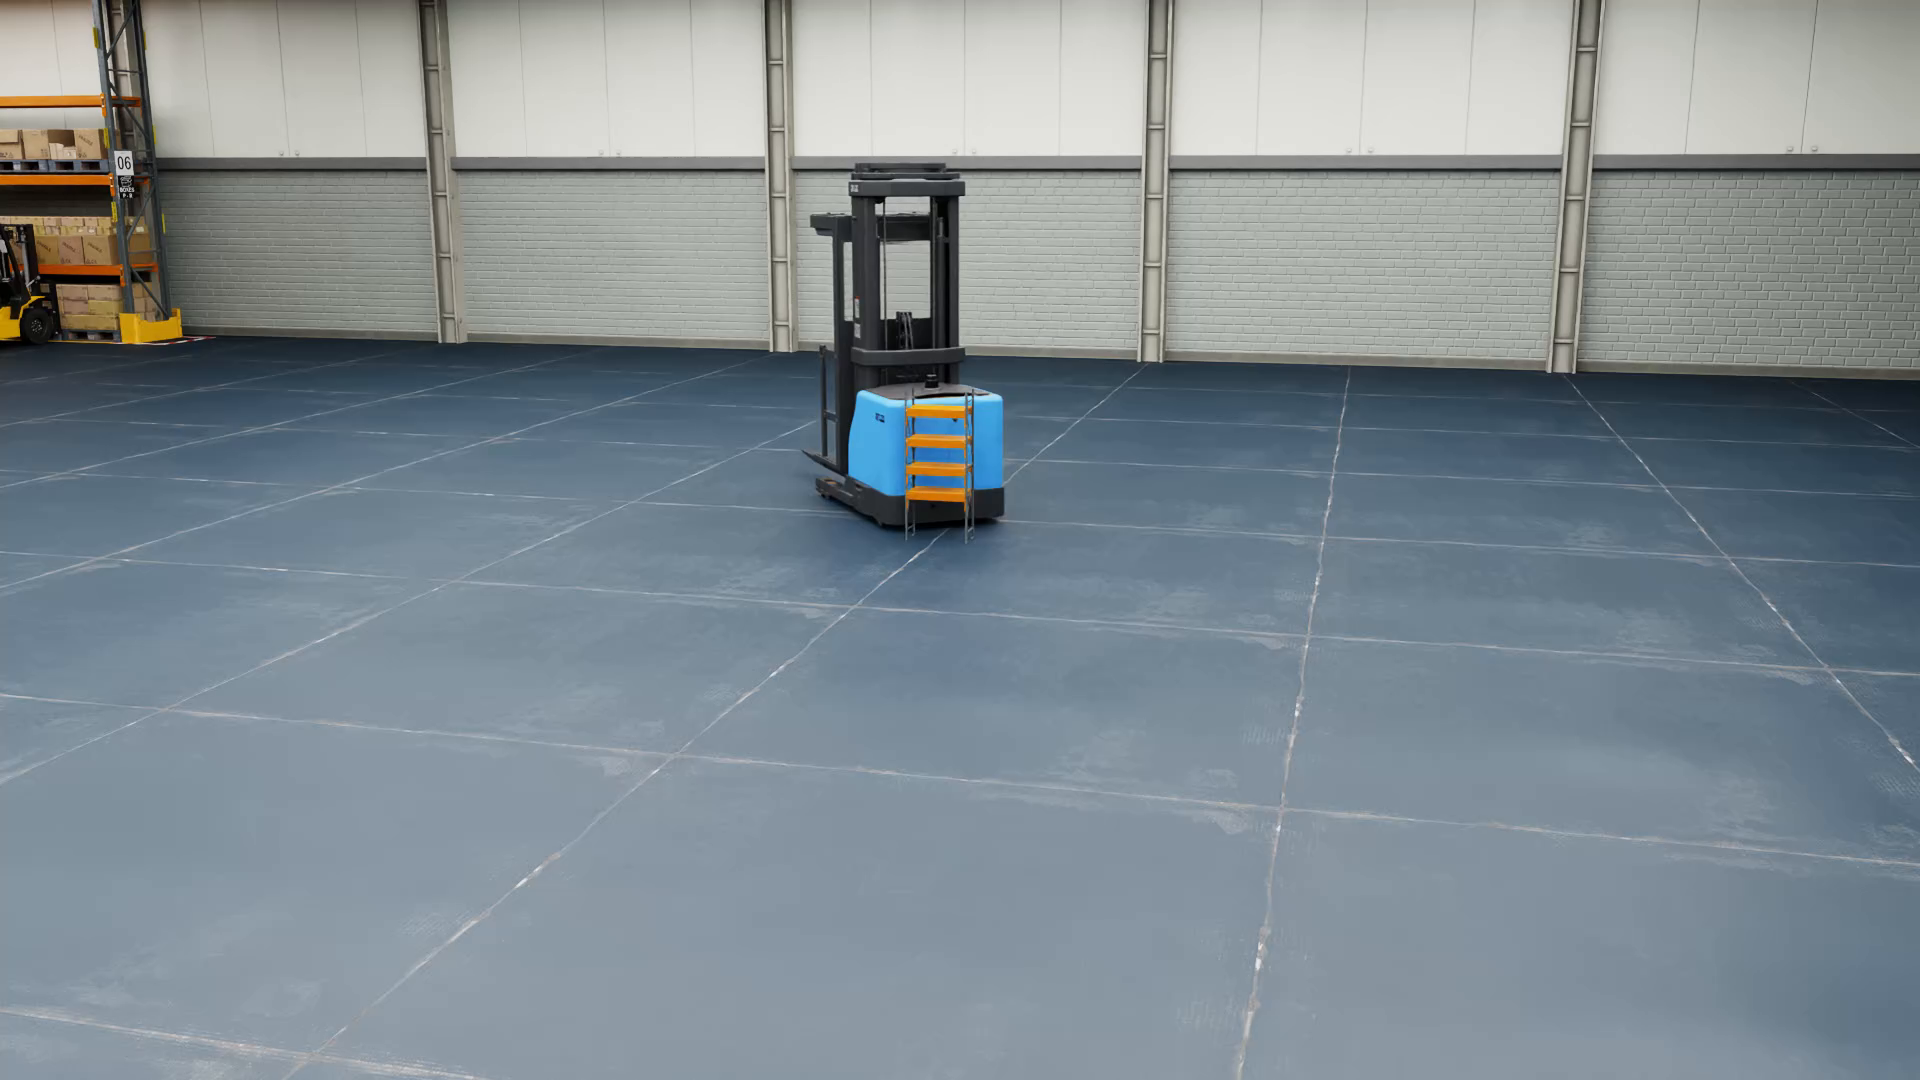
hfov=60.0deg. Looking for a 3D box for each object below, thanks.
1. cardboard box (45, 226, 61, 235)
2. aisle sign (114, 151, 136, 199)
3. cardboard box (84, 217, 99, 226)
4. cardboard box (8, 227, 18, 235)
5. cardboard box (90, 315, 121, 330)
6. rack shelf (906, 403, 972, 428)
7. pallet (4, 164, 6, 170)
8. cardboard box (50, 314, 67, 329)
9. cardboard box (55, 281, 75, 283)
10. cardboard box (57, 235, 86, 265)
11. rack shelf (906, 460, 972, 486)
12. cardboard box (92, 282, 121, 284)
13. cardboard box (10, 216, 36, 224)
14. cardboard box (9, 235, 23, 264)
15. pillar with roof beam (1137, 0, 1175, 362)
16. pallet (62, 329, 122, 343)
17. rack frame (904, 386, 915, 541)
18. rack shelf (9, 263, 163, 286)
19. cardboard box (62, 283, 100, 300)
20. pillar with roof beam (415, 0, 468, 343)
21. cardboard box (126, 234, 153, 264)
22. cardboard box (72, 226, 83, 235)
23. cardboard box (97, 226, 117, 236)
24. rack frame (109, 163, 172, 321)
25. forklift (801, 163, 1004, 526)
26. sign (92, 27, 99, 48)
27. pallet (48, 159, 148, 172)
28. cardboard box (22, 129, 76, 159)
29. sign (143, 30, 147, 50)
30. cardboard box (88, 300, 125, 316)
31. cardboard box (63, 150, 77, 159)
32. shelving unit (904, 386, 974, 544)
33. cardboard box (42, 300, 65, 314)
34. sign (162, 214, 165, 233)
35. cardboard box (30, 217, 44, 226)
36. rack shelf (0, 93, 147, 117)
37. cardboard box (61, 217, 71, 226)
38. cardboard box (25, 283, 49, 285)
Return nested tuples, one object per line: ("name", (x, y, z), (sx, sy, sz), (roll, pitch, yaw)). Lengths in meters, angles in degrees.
("cardboard box", (-15.462, -5.322, 28.565), (0.250, 0.149, 0.380), (3, 13, 12))
("aisle sign", (-14.064, -6.148, 28.019), (0.004, 0.787, 0.394), (3, 13, 14))
("cardboard box", (-14.703, -5.436, 28.393), (0.250, 0.149, 0.380), (3, 13, 14))
("cardboard box", (-16.198, -5.361, 28.744), (0.250, 0.149, 0.380), (3, 13, 12))
("cardboard box", (-14.589, -3.765, 28.657), (0.500, 0.250, 0.500), (3, 13, 14))
("rack shelf", (-0.161, -0.978, 13.057), (0.480, 0.148, 0.258), (3, 13, 14))
("pallet", (-17.107, -6.534, 29.040), (1.213, 0.211, 1.003), (3, 13, 14))
("cardboard box", (-15.553, -3.821, 28.908), (0.500, 0.250, 0.500), (3, 13, 14))
("cardboard box", (-15.943, -4.441, 29.397), (0.500, 0.250, 0.500), (3, 13, 12))
("cardboard box", (-15.100, -4.992, 28.580), (0.500, 0.500, 0.500), (3, 13, 15))
("rack shelf", (-0.161, -0.529, 13.157), (0.480, 0.148, 0.258), (3, 13, 14))
("cardboard box", (-14.965, -4.385, 29.144), (0.500, 0.250, 0.500), (3, 13, 14))
("cardboard box", (-16.187, -5.524, 28.793), (0.250, 0.149, 0.380), (3, 13, 14))
("cardboard box", (-16.088, -5.043, 28.806), (0.500, 0.500, 0.500), (3, 13, 14))
("pillar with roof beam", (1.927, -6.259, 20.671), (0.400, 9.000, 9.100), (3, 13, 14))
("pallet", (-14.810, -3.614, 29.035), (1.213, 0.211, 1.003), (3, 13, 14))
("rack frame", (-0.398, -0.607, 13.200), (0.015, 1.200, 0.240), (3, 13, 14))
("rack shelf", (-15.999, -4.697, 29.140), (4.000, 0.370, 1.077), (3, 13, 14))
("cardboard box", (-15.076, -4.279, 28.664), (0.500, 0.250, 0.500), (3, 13, 15))
("pillar with roof beam", (-9.724, -6.882, 23.478), (0.400, 9.000, 9.100), (3, 13, 14))
("cardboard box", (-14.472, -5.077, 28.963), (0.500, 0.500, 0.500), (3, 13, 15))
("cardboard box", (-14.954, -5.302, 28.479), (0.250, 0.149, 0.380), (3, 13, 15))
("cardboard box", (-14.461, -5.269, 28.329), (0.250, 0.149, 0.380), (3, 13, 14))
("rack frame", (-14.057, -4.944, 28.594), (0.127, 3.000, 1.000), (3, 13, 14))
("forklift", (-0.658, -1.820, 14.671), (1.130, 2.935, 3.031), (-5, 13, -22))
("sign", (-14.201, -8.255, 27.324), (0.005, 0.325, 0.100), (3, 13, 14))
("pallet", (-14.738, -6.408, 28.469), (1.213, 0.211, 1.003), (3, 13, 14))
("cardboard box", (-15.516, -6.757, 28.409), (0.500, 0.500, 0.700), (3, 13, 14))
("sign", (-13.918, -8.523, 28.351), (0.005, 0.325, 0.100), (3, 13, 14))
("cardboard box", (-14.605, -4.011, 28.610), (0.500, 0.250, 0.500), (3, 13, 13))
("cardboard box", (-14.935, -6.519, 28.146), (0.250, 0.149, 0.380), (3, 13, 12))
("shelving unit", (-0.161, -0.594, 13.143), (0.503, 1.200, 0.258), (3, 13, 14))
("cardboard box", (-15.595, -4.061, 28.838), (0.500, 0.250, 0.500), (3, 13, 12))
("sign", (-13.919, -5.522, 29.017), (0.005, 0.325, 0.100), (3, 13, 14))
("cardboard box", (-15.719, -5.475, 28.568), (0.250, 0.149, 0.380), (3, 13, 15))
("rack shelf", (-15.999, -7.431, 28.534), (4.000, 0.370, 1.077), (3, 13, 14))
("cardboard box", (-15.187, -5.472, 28.557), (0.250, 0.149, 0.380), (3, 13, 14))
("cardboard box", (-16.059, -4.331, 28.899), (0.500, 0.250, 0.500), (3, 13, 12))
